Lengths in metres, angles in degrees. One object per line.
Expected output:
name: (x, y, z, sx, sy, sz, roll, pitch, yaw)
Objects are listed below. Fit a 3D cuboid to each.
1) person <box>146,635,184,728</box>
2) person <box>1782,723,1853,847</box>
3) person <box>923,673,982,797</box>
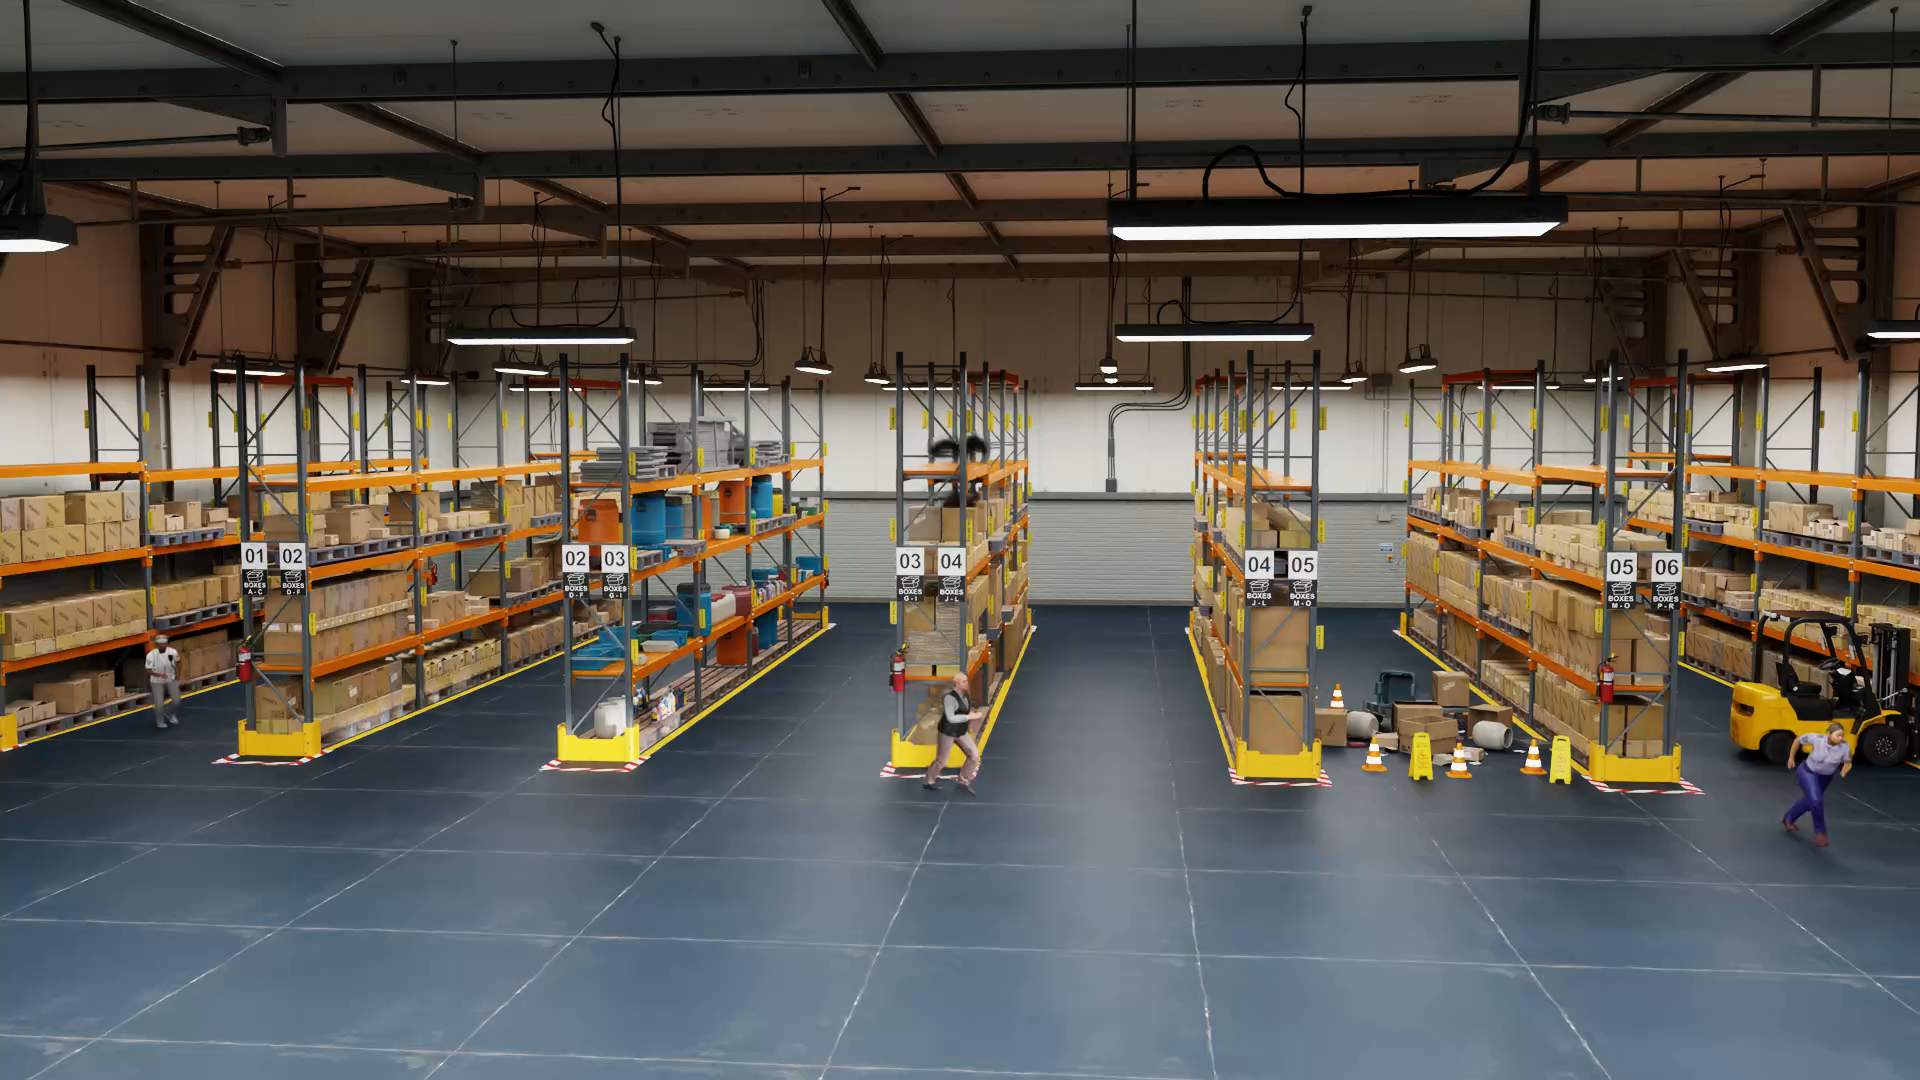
person: (-12.932, 2.299, 27.045, 0.576, 1.574, 0.766, -3, 5, -35)
person: (10.233, 2.842, 19.855, 0.574, 1.463, 1.052, 0, 4, -2)
person: (-0.097, 2.587, 22.116, 0.961, 1.673, 0.579, 3, 5, 39)
